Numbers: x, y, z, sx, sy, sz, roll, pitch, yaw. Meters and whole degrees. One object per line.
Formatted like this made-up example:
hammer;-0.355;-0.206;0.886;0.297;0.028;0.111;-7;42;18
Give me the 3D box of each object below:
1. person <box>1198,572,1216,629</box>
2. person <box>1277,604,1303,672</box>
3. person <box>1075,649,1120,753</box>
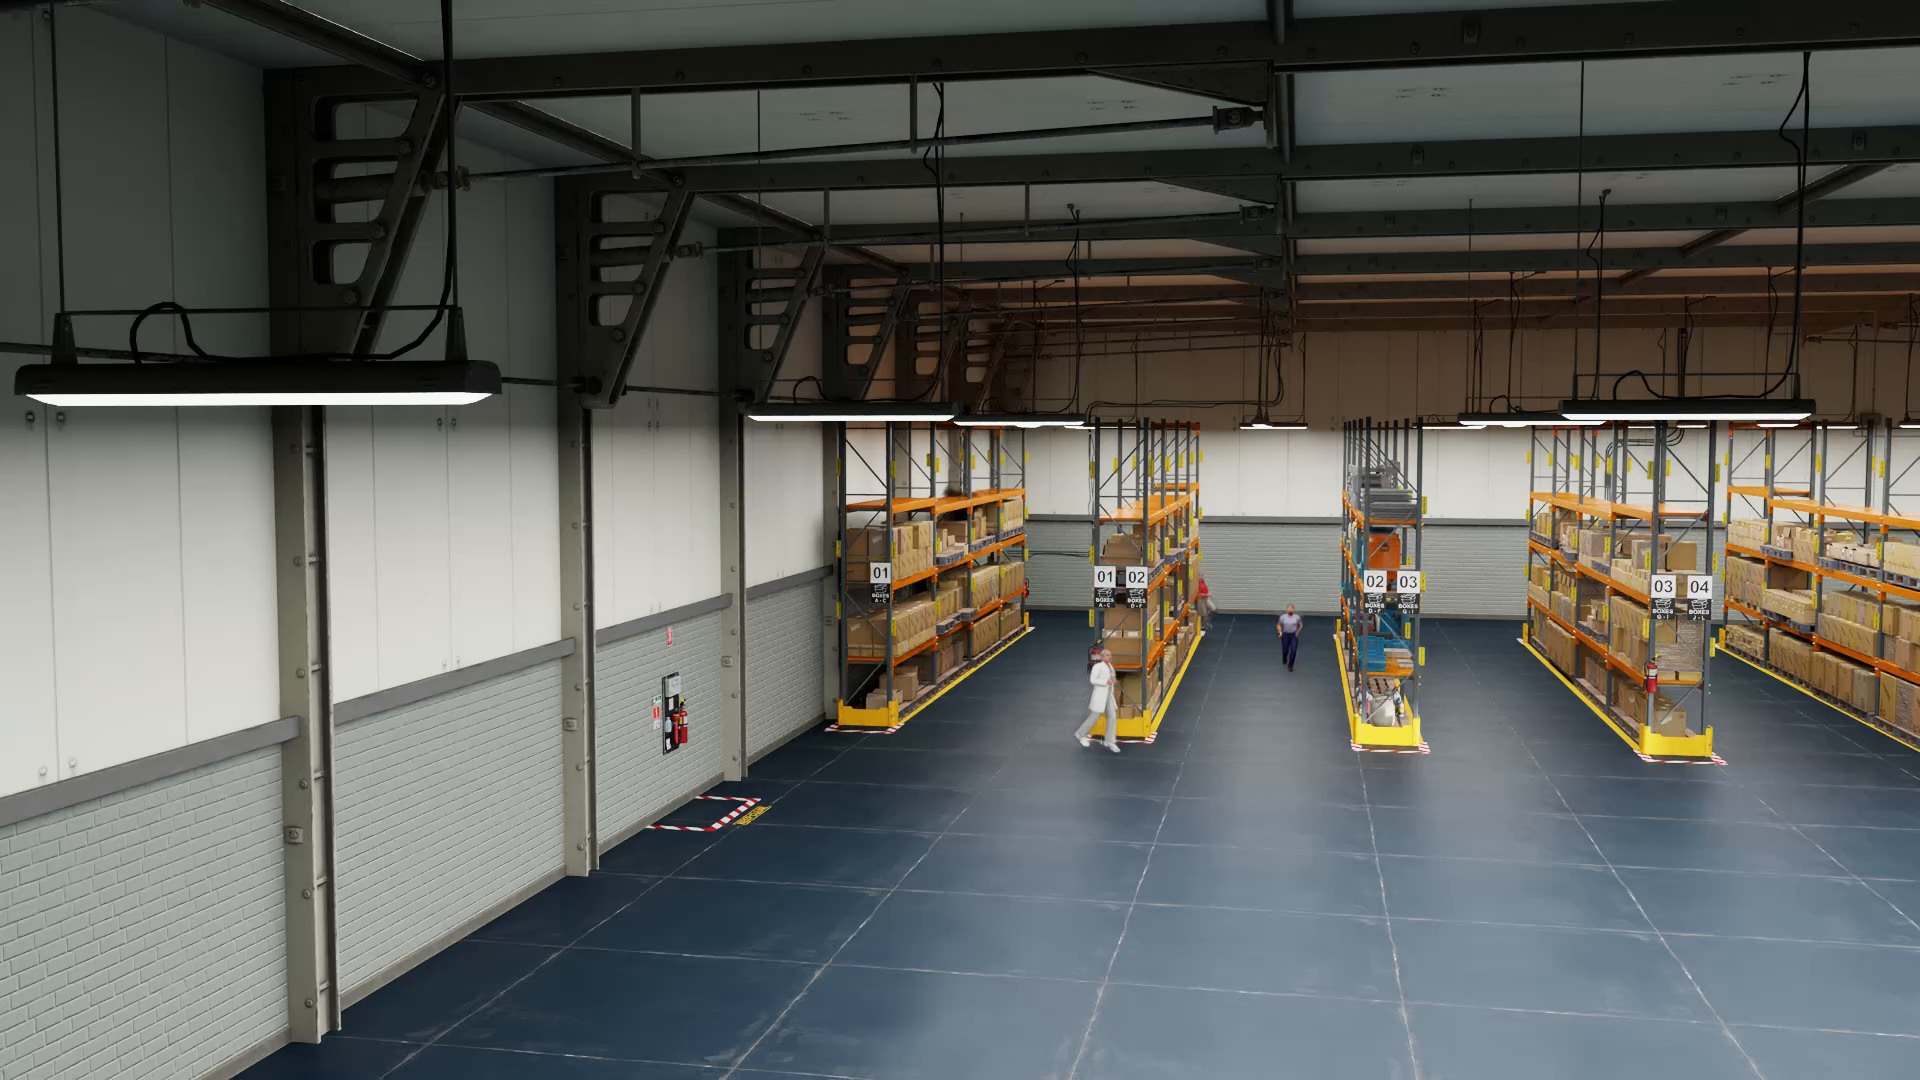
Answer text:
person;7.013;1.757;48.010;0.681;1.651;0.654;4;5;45
person;7.934;2.349;39.972;0.616;1.596;0.550;1;4;8
person;2.563;2.882;30.055;0.950;1.818;0.714;4;5;44
